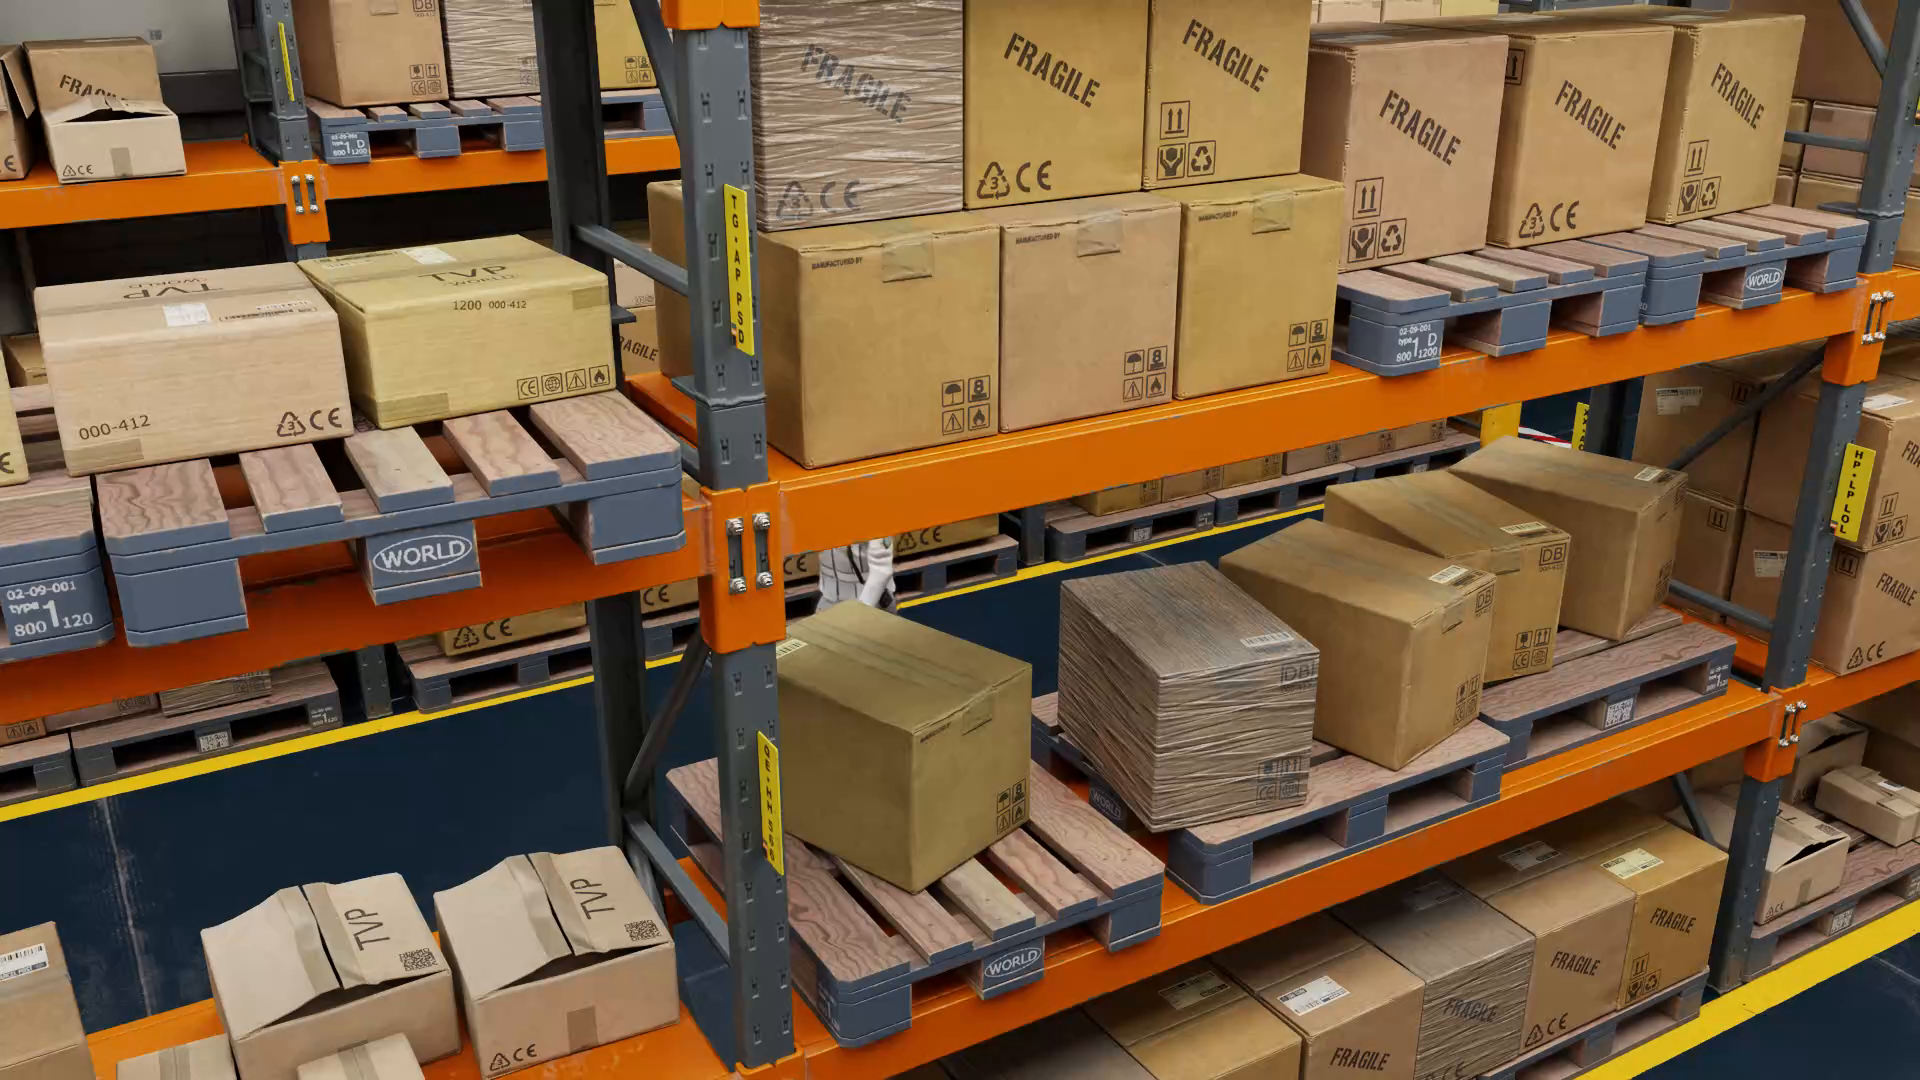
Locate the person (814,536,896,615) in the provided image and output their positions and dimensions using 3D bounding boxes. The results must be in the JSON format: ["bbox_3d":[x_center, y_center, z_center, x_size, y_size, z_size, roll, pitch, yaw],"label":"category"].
[{"bbox_3d":[-0.519,0.280,7.814,0.496,1.621,1.020,16,27,35],"label":"person"}]
